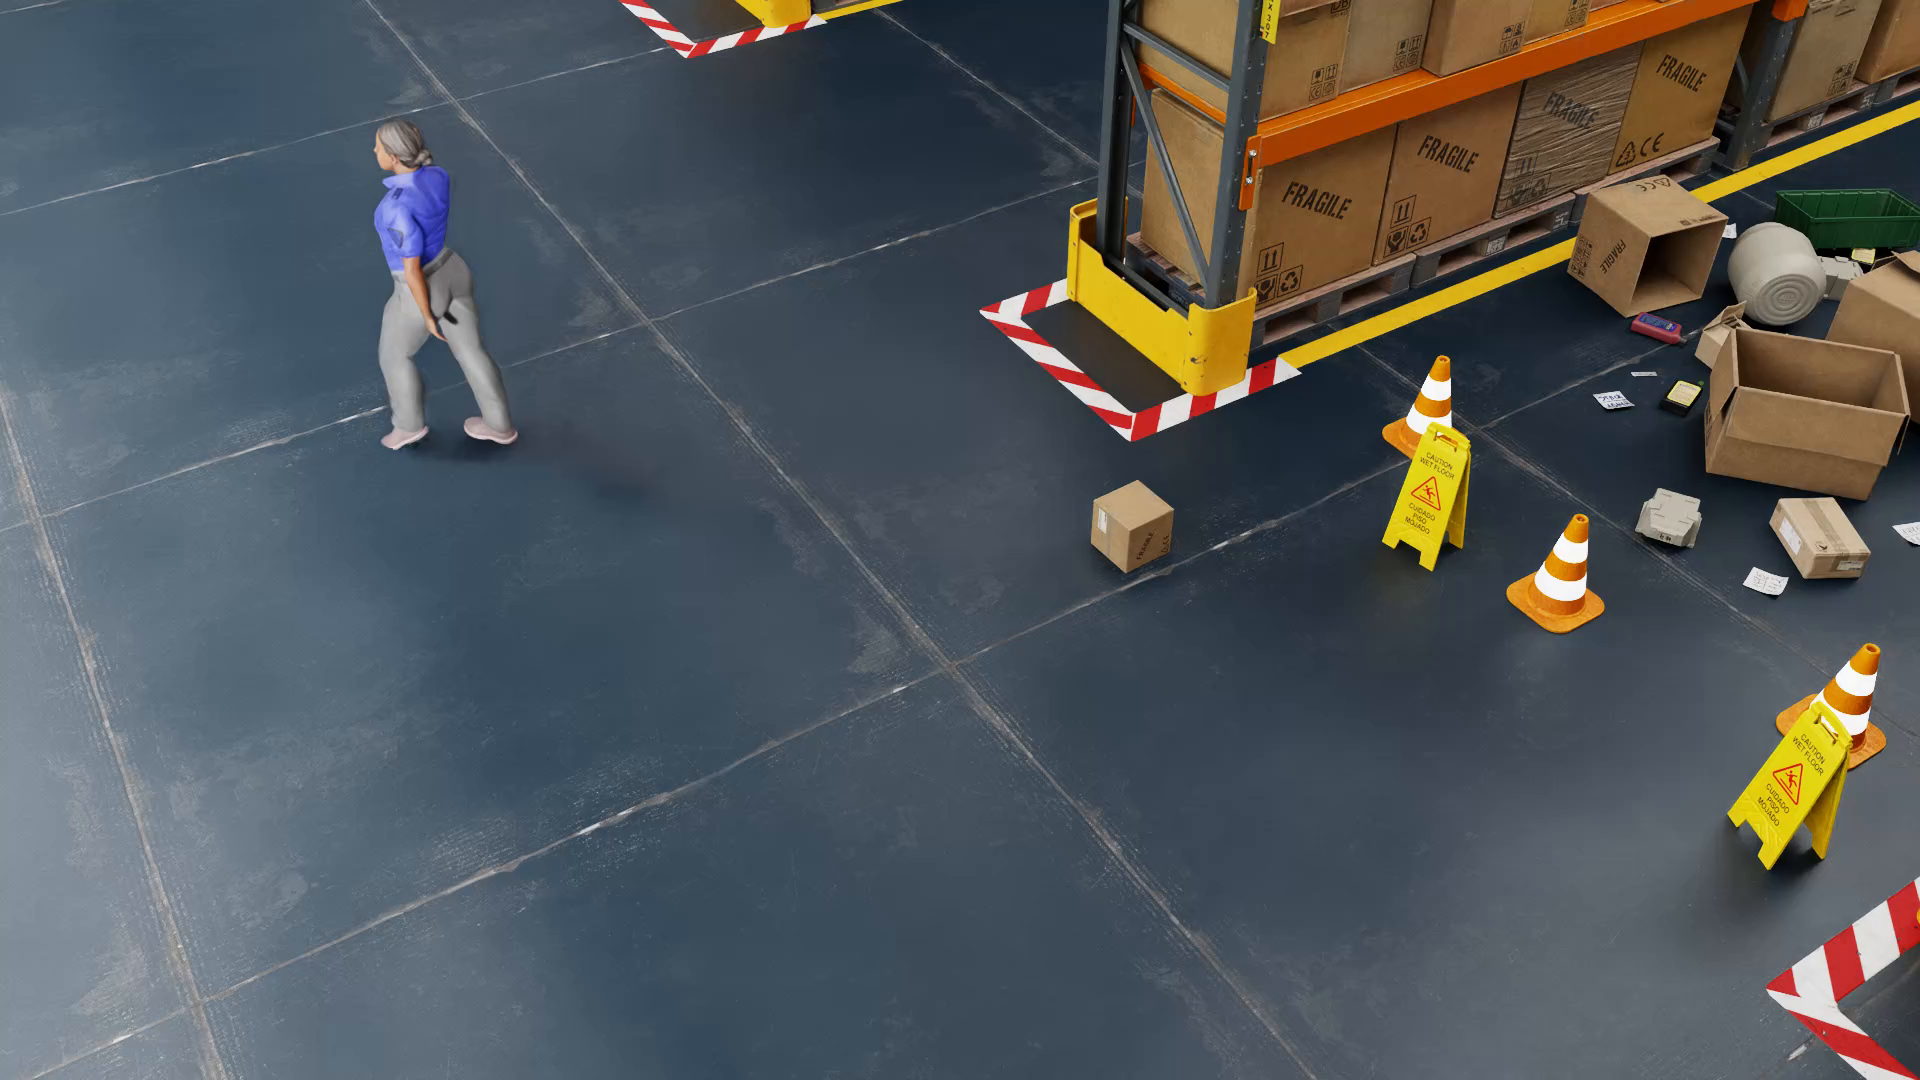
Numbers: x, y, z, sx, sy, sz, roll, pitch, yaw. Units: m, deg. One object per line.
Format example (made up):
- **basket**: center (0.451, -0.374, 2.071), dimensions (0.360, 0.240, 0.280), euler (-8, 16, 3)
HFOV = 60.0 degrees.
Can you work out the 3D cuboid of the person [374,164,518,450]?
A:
- **person**: center (-2.420, -1.035, 7.531), dimensions (0.655, 1.499, 0.437), euler (15, 43, 16)
